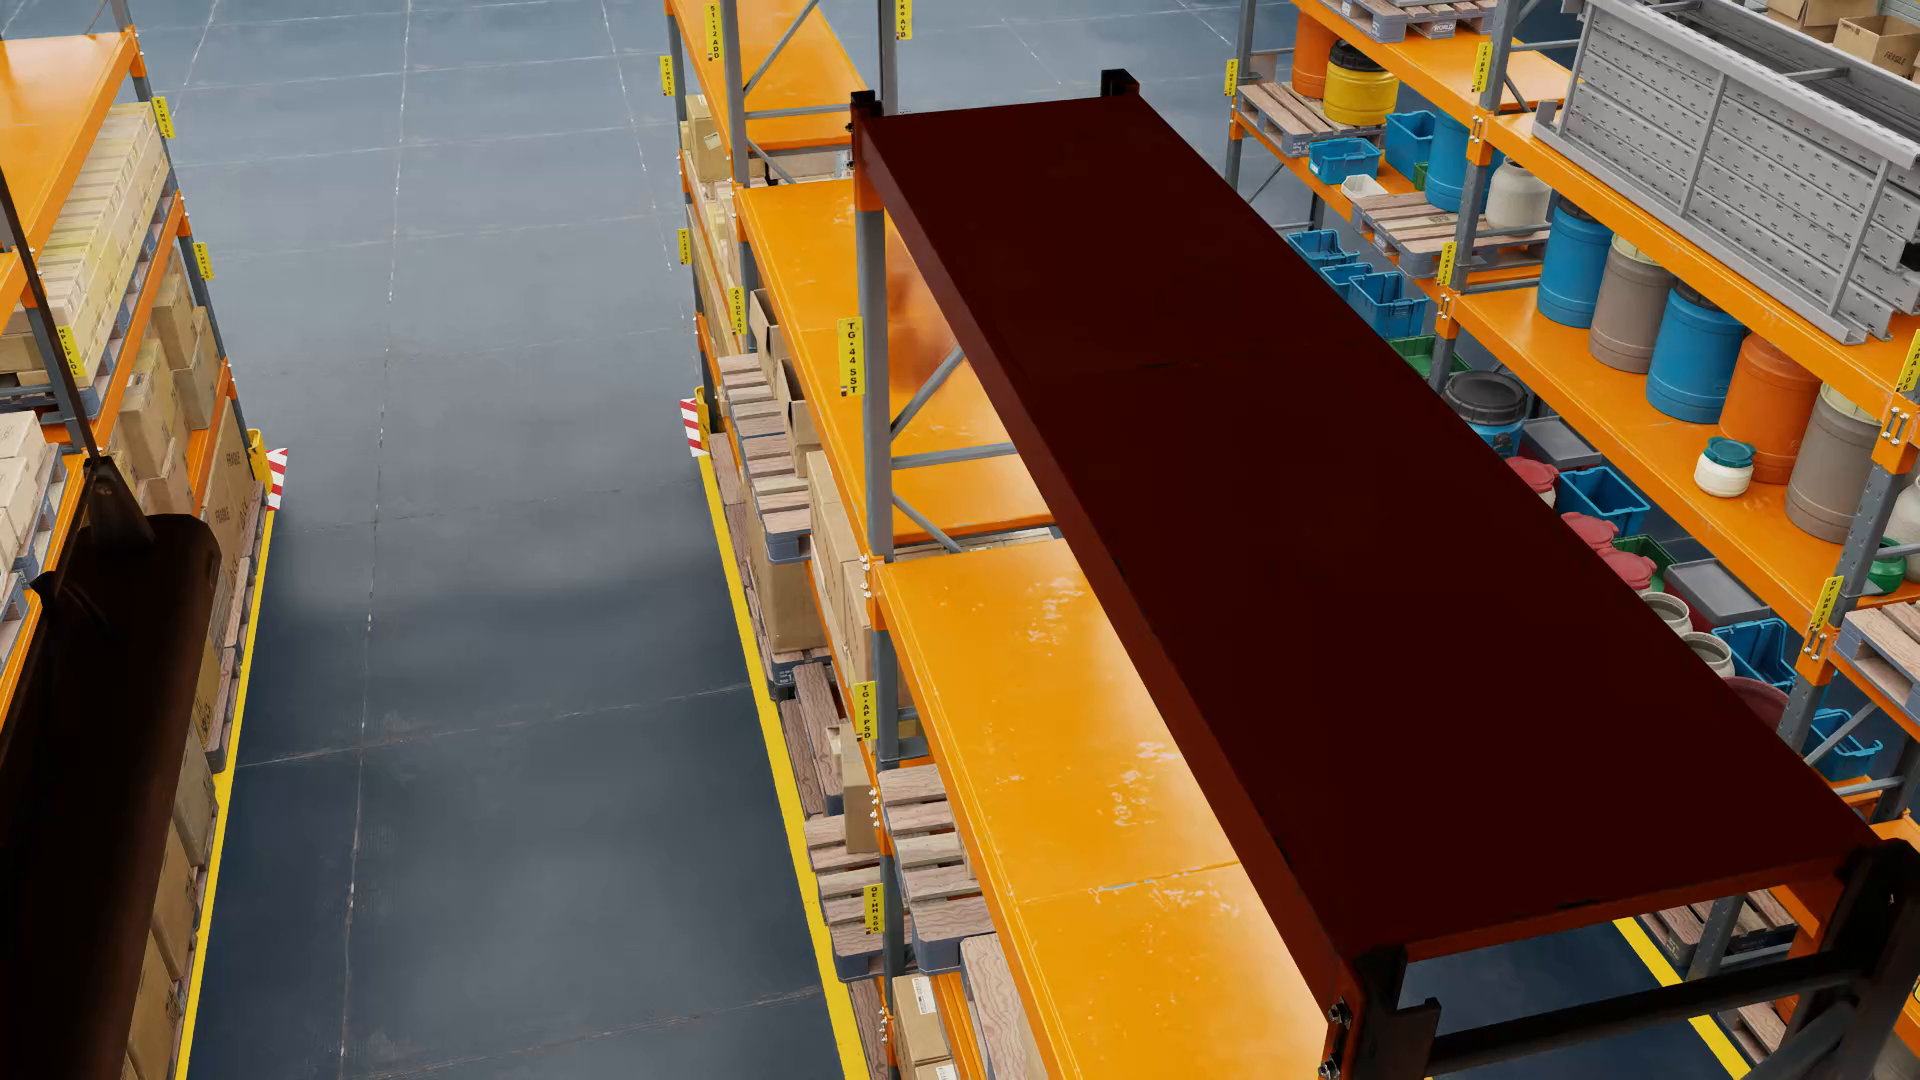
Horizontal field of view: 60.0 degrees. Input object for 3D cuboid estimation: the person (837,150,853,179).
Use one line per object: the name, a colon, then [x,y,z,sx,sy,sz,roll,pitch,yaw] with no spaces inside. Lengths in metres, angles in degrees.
person: [-1.119,-3.953,18.240,1.070,1.773,0.707,9,35,13]
